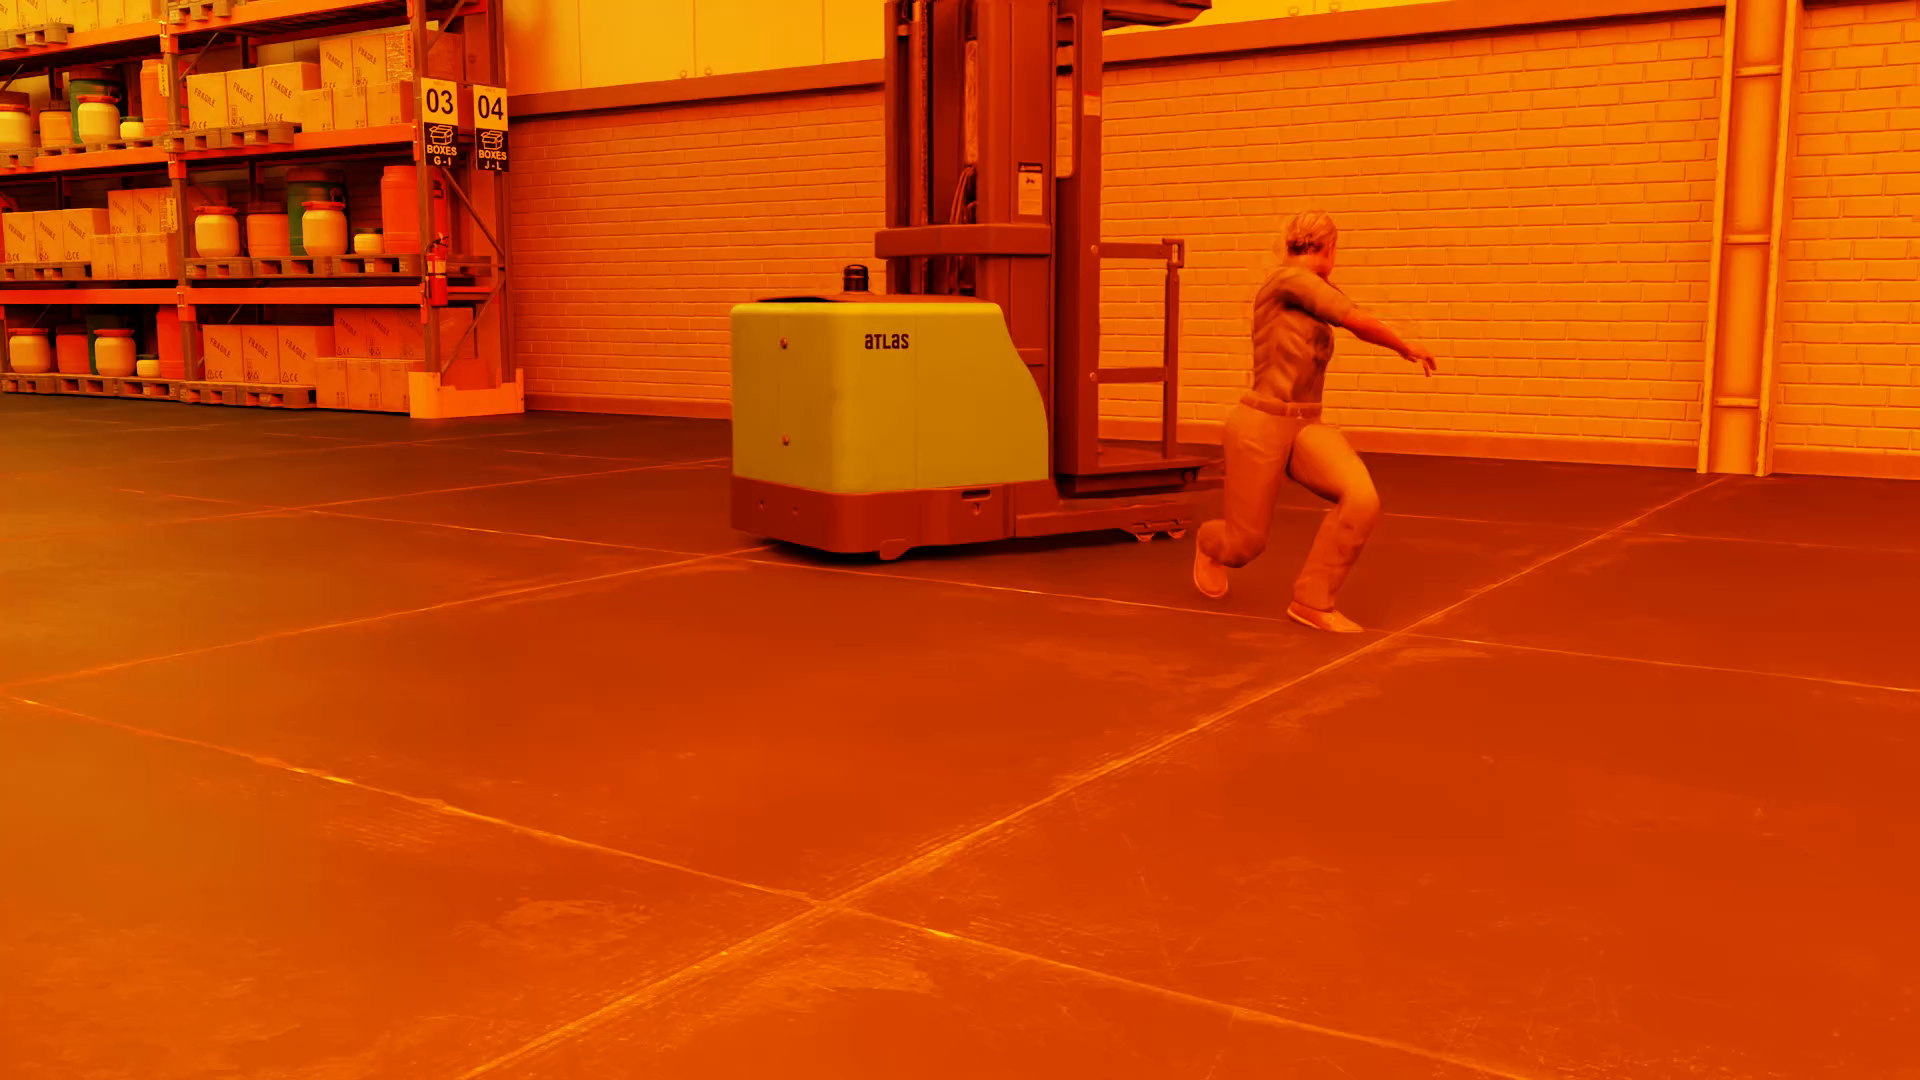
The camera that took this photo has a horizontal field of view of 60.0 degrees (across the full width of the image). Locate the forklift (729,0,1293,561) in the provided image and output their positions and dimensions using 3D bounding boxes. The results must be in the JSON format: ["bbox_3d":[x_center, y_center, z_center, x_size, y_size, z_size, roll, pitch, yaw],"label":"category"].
[{"bbox_3d":[0.464,-1.504,7.766,3.031,2.935,1.130,-6,10,-35],"label":"forklift"}]

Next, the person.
[{"bbox_3d":[1.146,-0.413,5.745,0.625,1.429,0.895,-6,10,-38],"label":"person"}]
